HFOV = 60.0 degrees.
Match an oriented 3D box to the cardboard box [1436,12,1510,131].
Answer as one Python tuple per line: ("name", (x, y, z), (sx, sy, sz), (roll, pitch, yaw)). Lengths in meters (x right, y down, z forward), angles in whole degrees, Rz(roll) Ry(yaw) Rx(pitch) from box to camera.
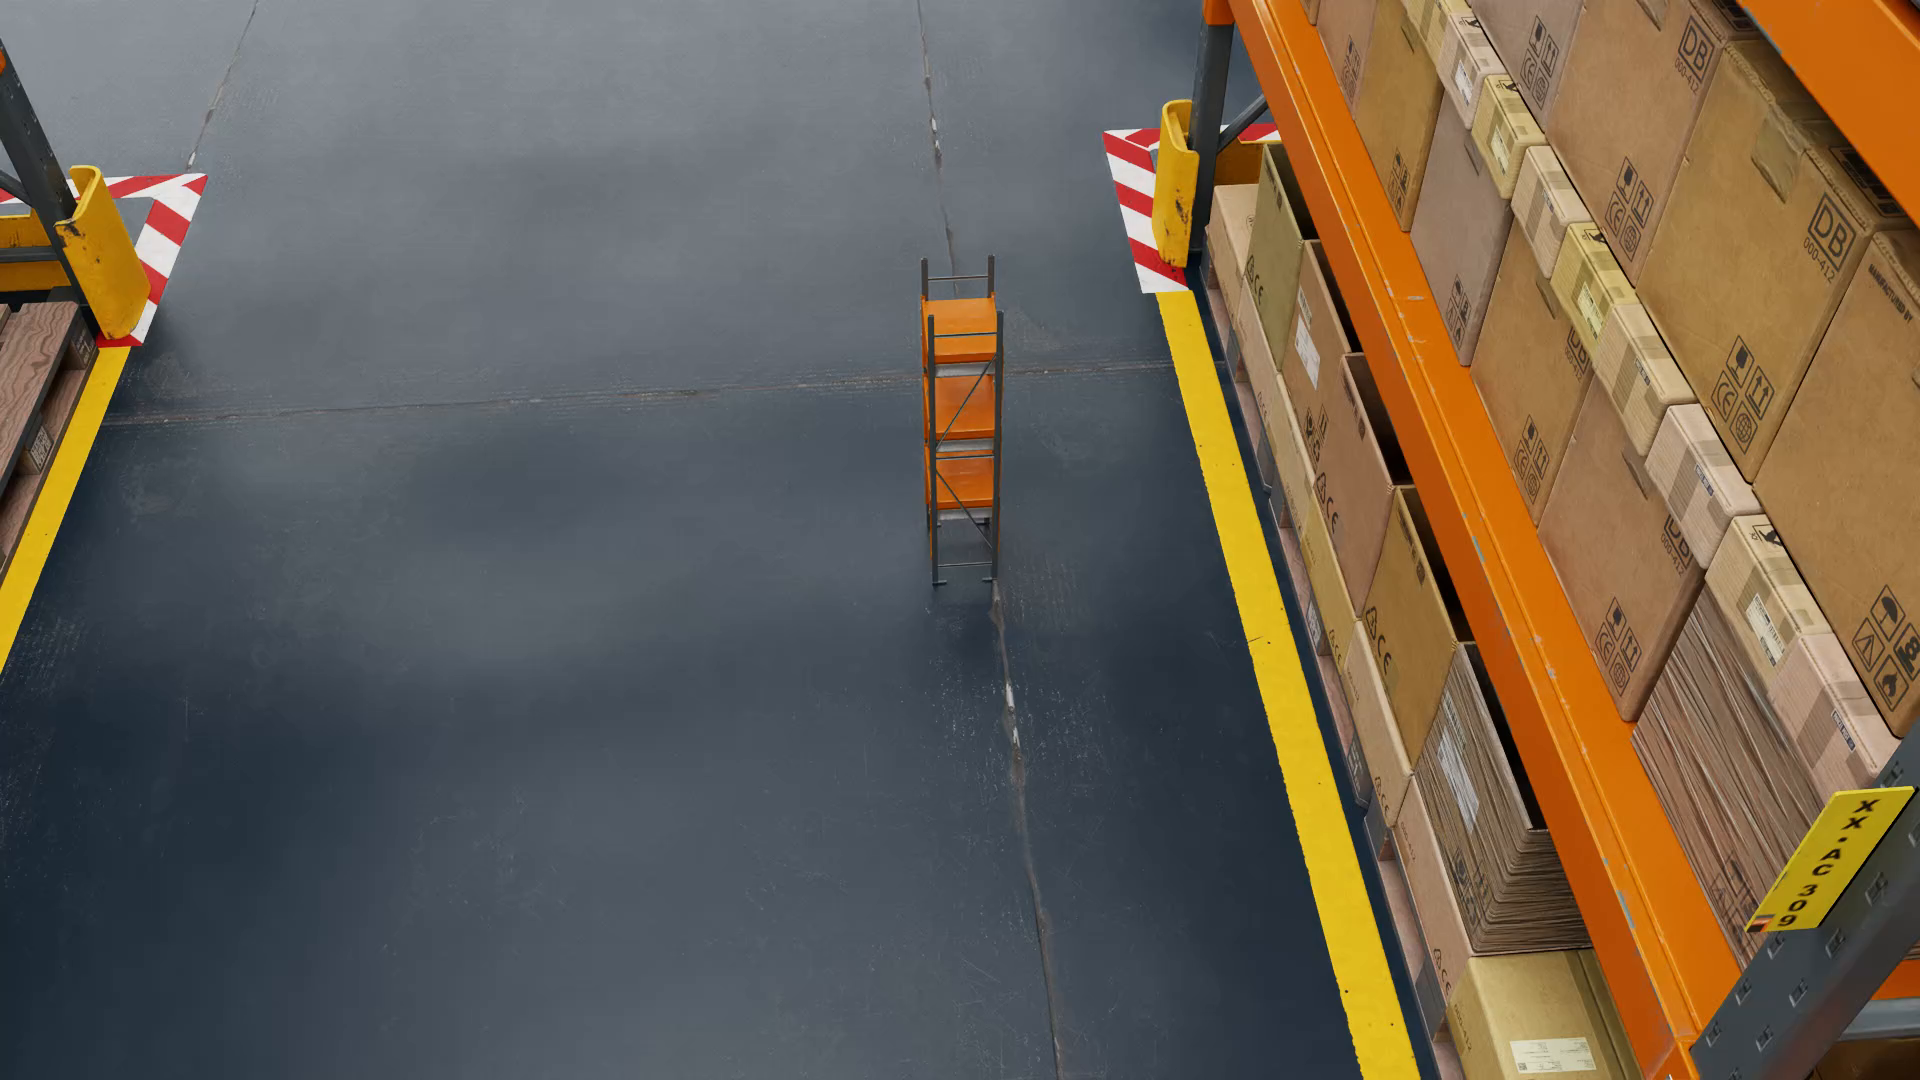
("cardboard box", (1.277, -1.036, 3.650), (0.380, 0.149, 0.250), (-3, 47, -3))

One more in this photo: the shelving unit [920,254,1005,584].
("shelving unit", (0.004, -0.322, 4.832), (0.215, 1.050, 0.252), (-3, 47, -3))

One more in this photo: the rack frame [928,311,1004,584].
("rack frame", (0.015, -0.234, 4.749), (0.200, 1.050, 0.008), (-3, 47, -3))

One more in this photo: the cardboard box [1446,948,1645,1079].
("cardboard box", (1.409, 1.185, 3.666), (0.500, 0.250, 0.500), (-3, 47, -3))

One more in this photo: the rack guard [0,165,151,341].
("rack guard", (-3.552, -0.978, 5.832), (1.175, 0.500, 0.348), (-3, 47, -3))

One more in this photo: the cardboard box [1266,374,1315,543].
("cardboard box", (1.241, -0.262, 5.037), (0.500, 0.250, 0.500), (-3, 47, -3))

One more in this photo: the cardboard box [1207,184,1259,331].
("cardboard box", (1.154, -0.985, 5.722), (0.500, 0.250, 0.500), (-3, 47, -3))

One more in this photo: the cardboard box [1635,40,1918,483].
("cardboard box", (1.579, -0.460, 2.658), (0.700, 0.500, 0.500), (-4, 47, -3))

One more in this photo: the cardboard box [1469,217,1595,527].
("cardboard box", (1.534, -0.393, 3.488), (0.700, 0.500, 0.500), (-3, 47, -3))

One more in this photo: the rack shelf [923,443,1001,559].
("rack shelf", (0.004, -0.124, 5.042), (0.215, 0.259, 0.240), (-3, 47, -3))

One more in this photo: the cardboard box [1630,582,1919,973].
("cardboard box", (1.622, 0.351, 2.783), (0.700, 0.500, 0.500), (-5, 47, -4))

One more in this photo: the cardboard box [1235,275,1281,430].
("cardboard box", (1.200, -0.624, 5.379), (0.500, 0.250, 0.500), (-3, 47, -3))

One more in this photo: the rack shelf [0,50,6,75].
("rack shelf", (-3.438, -0.195, 3.864), (1.077, 0.370, 4.000), (-3, 47, -3))

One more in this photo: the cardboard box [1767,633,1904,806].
("cardboard box", (1.430, 0.265, 2.417), (0.380, 0.149, 0.250), (-4, 47, -3))

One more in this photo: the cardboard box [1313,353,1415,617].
("cardboard box", (1.277, -0.158, 4.421), (0.500, 0.500, 0.500), (-3, 47, -3))

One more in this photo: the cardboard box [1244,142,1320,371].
("cardboard box", (1.198, -0.881, 5.107), (0.500, 0.500, 0.500), (-3, 47, -3))

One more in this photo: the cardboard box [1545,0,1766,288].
("cardboard box", (1.538, -0.823, 3.001), (0.700, 0.500, 0.500), (-4, 47, -3))

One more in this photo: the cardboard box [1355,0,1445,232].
("cardboard box", (1.442, -1.144, 4.199), (0.700, 0.500, 0.500), (-3, 47, -3))

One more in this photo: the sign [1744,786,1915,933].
("sign", (1.113, 0.416, 2.139), (0.100, 0.325, 0.005), (-3, 47, -3))

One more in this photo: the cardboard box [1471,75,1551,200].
("cardboard box", (1.300, -0.846, 3.469), (0.380, 0.149, 0.250), (-2, 47, -2))

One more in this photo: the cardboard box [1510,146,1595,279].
("cardboard box", (1.325, -0.654, 3.287), (0.380, 0.149, 0.250), (-2, 47, -2))

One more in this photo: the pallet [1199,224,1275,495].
("pallet", (1.437, -0.678, 5.747), (1.003, 0.211, 1.213), (-3, 47, -3))

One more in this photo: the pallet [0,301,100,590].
("pallet", (-3.489, -0.290, 5.380), (1.003, 0.211, 1.213), (-3, 47, -3))

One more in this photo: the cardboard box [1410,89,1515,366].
("cardboard box", (1.490, -0.764, 3.838), (0.700, 0.500, 0.500), (-2, 47, -2))

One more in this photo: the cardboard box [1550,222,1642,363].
("cardboard box", (1.346, -0.471, 3.115), (0.380, 0.149, 0.250), (-4, 47, -3))

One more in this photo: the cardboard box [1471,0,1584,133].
("cardboard box", (1.496, -1.184, 3.343), (0.700, 0.500, 0.500), (-3, 47, -3))

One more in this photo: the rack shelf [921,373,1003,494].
("rack shelf", (0.004, -0.315, 4.840), (0.215, 0.259, 0.240), (-3, 47, -3))

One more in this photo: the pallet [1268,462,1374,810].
("pallet", (1.536, 0.202, 4.913), (1.003, 0.211, 1.213), (-3, 47, -3))

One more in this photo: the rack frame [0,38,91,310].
("rack frame", (-3.605, -1.889, 4.973), (1.000, 3.000, 0.127), (-3, 47, -3))

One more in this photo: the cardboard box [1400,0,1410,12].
("cardboard box", (1.237, -1.401, 3.996), (0.380, 0.149, 0.250), (-5, 47, -5))

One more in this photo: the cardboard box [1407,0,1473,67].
("cardboard box", (1.259, -1.217, 3.821), (0.380, 0.149, 0.250), (-4, 47, -4))

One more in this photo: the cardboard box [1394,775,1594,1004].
("cardboard box", (1.377, 0.823, 4.009), (0.500, 0.250, 0.500), (-3, 47, -3))

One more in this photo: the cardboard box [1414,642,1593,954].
("cardboard box", (1.379, 0.565, 3.737), (0.500, 0.500, 0.500), (-3, 47, -3))

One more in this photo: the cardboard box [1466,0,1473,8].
("cardboard box", (1.454, -1.547, 3.686), (0.700, 0.500, 0.500), (-3, 47, -3))

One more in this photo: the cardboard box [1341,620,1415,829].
("cardboard box", (1.321, 0.462, 4.351), (0.500, 0.250, 0.500), (-3, 47, -3))

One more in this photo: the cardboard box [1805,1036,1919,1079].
("cardboard box", (1.939, 0.895, 3.425), (0.500, 0.500, 0.500), (-3, 47, -3))

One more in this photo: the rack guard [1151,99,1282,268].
("rack guard", (1.329, -1.346, 6.180), (1.175, 0.500, 0.348), (-3, 47, -3))

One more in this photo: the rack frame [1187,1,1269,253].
("rack frame", (1.331, -2.188, 5.256), (1.000, 3.000, 0.127), (-3, 47, -3))

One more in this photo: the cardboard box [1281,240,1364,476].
("cardboard box", (1.253, -0.520, 4.765), (0.500, 0.500, 0.500), (-3, 47, -3))

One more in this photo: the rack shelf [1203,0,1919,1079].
("rack shelf", (1.498, -0.493, 4.147), (1.077, 0.370, 4.000), (-3, 47, -3))

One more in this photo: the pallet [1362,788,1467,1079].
("pallet", (1.641, 1.087, 4.075), (1.003, 0.211, 1.213), (-3, 47, -3))

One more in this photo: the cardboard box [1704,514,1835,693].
("cardboard box", (1.411, 0.086, 2.587), (0.380, 0.149, 0.250), (-4, 47, -4))

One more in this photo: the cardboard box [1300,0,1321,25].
("cardboard box", (1.357, -1.884, 4.899), (0.700, 0.500, 0.500), (-3, 47, -3))

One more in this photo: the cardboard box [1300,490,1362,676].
("cardboard box", (1.278, 0.100, 4.694), (0.500, 0.250, 0.500), (-3, 47, -3))

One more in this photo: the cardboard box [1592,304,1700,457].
("cardboard box", (1.363, -0.293, 2.946), (0.380, 0.149, 0.250), (-4, 47, -3))

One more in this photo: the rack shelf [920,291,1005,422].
("rack shelf", (0.004, -0.510, 4.634), (0.215, 0.259, 0.240), (-3, 47, -3))

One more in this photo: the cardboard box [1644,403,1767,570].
("cardboard box", (1.386, -0.103, 2.766), (0.380, 0.149, 0.250), (-5, 47, -4))

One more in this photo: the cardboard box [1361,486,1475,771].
("cardboard box", (1.333, 0.203, 4.080), (0.500, 0.500, 0.500), (-3, 47, -3))

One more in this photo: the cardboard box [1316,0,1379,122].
("cardboard box", (1.406, -1.504, 4.540), (0.700, 0.500, 0.500), (-2, 47, -2))

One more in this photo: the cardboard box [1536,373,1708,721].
("cardboard box", (1.572, -0.030, 3.144), (0.700, 0.500, 0.500), (-4, 47, -4))

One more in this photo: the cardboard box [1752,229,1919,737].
("cardboard box", (1.622, -0.095, 2.312), (0.700, 0.500, 0.500), (-3, 47, -3))

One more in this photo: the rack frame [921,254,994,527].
("rack frame", (-0.006, -0.411, 4.916), (0.200, 1.050, 0.008), (-3, 47, -3))
